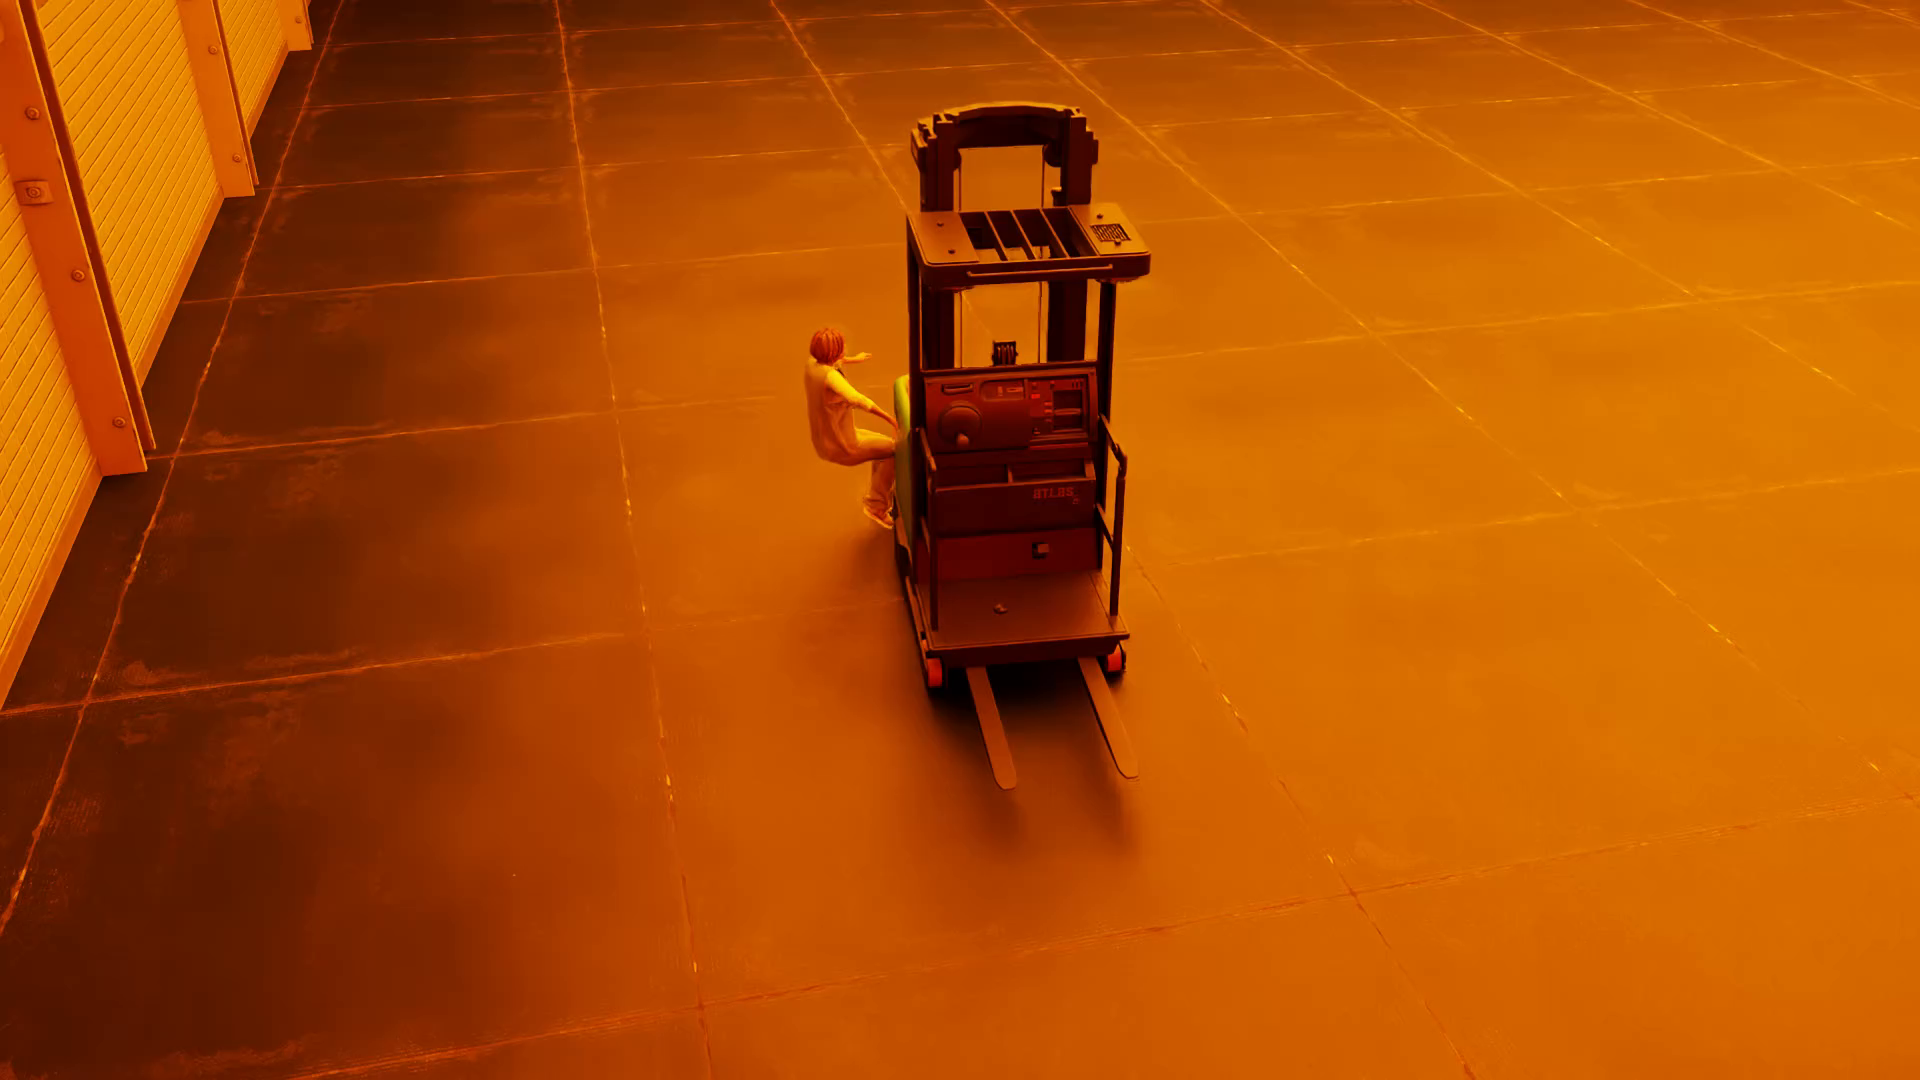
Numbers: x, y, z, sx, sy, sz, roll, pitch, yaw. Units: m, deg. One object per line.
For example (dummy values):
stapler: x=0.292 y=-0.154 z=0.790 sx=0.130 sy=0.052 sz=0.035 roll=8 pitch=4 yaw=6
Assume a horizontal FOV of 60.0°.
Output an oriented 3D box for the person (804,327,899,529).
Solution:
person: x=-0.568 y=-0.707 z=10.339 sx=0.754 sy=1.365 sz=0.906 roll=-19 pitch=35 yaw=-30

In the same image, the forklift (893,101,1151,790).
forklift: x=0.310 y=-0.652 z=8.700 sx=1.130 sy=2.935 sz=3.031 roll=-4 pitch=30 yaw=-7
